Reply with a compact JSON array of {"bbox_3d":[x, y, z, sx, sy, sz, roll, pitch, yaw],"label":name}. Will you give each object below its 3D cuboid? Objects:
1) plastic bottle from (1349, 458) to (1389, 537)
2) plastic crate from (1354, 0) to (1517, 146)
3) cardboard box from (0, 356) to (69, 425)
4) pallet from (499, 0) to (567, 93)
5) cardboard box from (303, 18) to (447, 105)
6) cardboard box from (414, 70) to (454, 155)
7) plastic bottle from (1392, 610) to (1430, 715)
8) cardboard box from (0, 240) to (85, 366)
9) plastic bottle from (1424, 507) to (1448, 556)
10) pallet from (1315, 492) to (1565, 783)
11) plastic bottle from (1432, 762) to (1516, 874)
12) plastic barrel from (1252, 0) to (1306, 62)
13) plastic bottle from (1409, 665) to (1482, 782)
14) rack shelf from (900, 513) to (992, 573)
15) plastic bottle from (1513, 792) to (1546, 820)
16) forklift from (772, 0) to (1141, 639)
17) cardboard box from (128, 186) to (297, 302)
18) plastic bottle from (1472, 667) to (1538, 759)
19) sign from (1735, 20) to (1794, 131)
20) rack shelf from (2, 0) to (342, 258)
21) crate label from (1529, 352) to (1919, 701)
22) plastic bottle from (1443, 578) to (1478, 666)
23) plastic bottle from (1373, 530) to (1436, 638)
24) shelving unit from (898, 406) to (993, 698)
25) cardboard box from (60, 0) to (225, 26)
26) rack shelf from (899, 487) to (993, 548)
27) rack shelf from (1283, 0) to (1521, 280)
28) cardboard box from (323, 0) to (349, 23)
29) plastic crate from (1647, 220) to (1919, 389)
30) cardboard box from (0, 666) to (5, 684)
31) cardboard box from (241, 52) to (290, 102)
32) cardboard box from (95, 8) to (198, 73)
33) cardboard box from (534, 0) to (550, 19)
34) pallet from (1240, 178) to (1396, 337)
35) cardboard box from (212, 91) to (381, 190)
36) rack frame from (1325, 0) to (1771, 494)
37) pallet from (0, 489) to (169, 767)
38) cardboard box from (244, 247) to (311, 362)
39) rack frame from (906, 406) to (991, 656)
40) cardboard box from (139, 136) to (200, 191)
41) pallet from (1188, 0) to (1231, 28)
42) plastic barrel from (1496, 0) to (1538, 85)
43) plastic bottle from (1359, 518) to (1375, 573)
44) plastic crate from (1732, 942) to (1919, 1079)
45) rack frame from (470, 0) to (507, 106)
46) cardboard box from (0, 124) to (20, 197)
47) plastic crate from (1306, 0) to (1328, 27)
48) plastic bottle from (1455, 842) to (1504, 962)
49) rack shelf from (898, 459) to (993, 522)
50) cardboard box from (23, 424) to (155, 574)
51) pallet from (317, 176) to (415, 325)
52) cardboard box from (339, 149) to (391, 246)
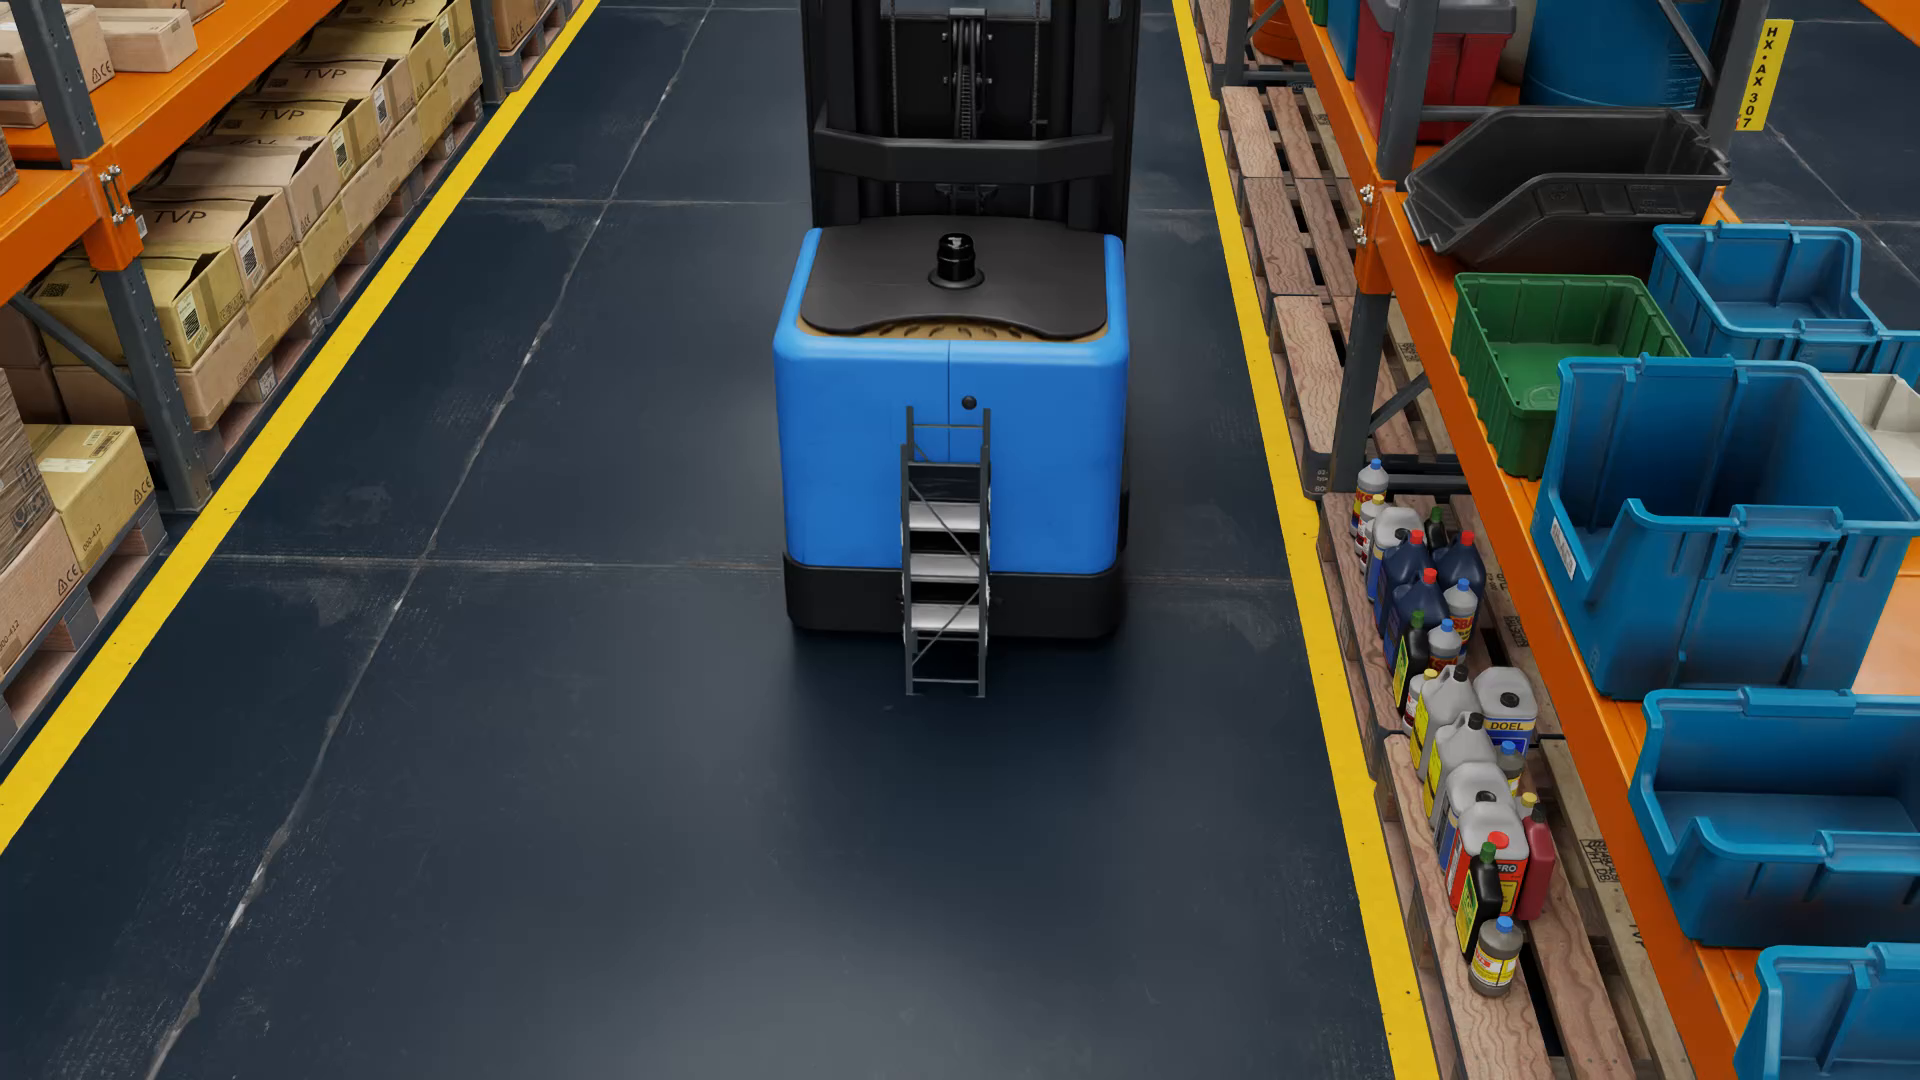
[{"bbox_3d":[1.315,-0.139,5.329,0.097,0.271,0.097,0,35,0],"label":"plastic bottle"},{"bbox_3d":[1.479,-1.559,5.304,0.402,0.464,0.583,1,35,2],"label":"plastic crate"},{"bbox_3d":[-3.457,-0.656,6.101,0.500,0.250,0.500,1,35,1],"label":"cardboard box"},{"bbox_3d":[-2.955,-2.950,9.764,1.003,0.211,1.213,1,35,2],"label":"pallet"},{"bbox_3d":[-2.812,-2.333,8.000,0.500,0.311,0.500,1,35,1],"label":"cardboard box"},{"bbox_3d":[-2.818,-2.105,8.163,0.500,0.250,0.500,1,35,1],"label":"cardboard box"},{"bbox_3d":[1.263,0.340,4.637,0.061,0.283,0.133,3,35,4],"label":"plastic bottle"},{"bbox_3d":[-3.454,-0.880,5.932,0.500,0.311,0.500,1,35,2],"label":"cardboard box"},{"bbox_3d":[1.435,0.045,5.057,0.061,0.283,0.133,1,35,2],"label":"plastic bottle"},{"bbox_3d":[1.697,0.278,5.171,1.003,0.211,1.213,1,35,2],"label":"pallet"},{"bbox_3d":[1.284,0.695,4.138,0.152,0.276,0.135,0,35,1],"label":"plastic bottle"},{"bbox_3d":[1.929,-3.111,9.091,0.600,0.830,0.708,1,35,2],"label":"plastic barrel"},{"bbox_3d":[1.294,0.463,4.404,0.144,0.351,0.185,1,35,2],"label":"plastic bottle"},{"bbox_3d":[-0.039,0.004,4.863,0.258,0.077,0.200,2,35,2],"label":"rack shelf"},{"bbox_3d":[1.409,0.718,4.170,0.097,0.201,0.097,0,35,0],"label":"plastic bottle"},{"bbox_3d":[0.047,-1.714,5.640,1.130,2.935,3.031,2,35,2],"label":"forklift"},{"bbox_3d":[-2.893,-1.160,6.330,0.500,0.311,0.500,1,35,1],"label":"cardboard box"},{"bbox_3d":[1.443,0.482,4.441,0.152,0.276,0.135,1,35,2],"label":"plastic bottle"},{"bbox_3d":[2.315,-1.342,4.810,0.100,0.325,0.005,1,35,2],"label":"sign"},{"bbox_3d":[-3.103,-2.219,6.924,1.077,0.370,4.000,1,35,2],"label":"rack shelf"},{"bbox_3d":[1.409,-0.028,3.150,0.502,0.435,0.616,1,35,2],"label":"crate label"},{"bbox_3d":[1.433,0.229,4.806,0.097,0.271,0.097,0,35,0],"label":"plastic bottle"},{"bbox_3d":[1.318,0.110,4.906,0.144,0.351,0.185,2,35,3],"label":"plastic bottle"},{"bbox_3d":[-0.039,0.050,4.896,0.258,0.900,0.210,2,35,2],"label":"shelving unit"},{"bbox_3d":[-3.115,-2.149,6.112,0.500,0.500,0.500,4,35,5],"label":"cardboard box"},{"bbox_3d":[-0.039,-0.070,4.812,0.258,0.077,0.200,2,35,2],"label":"rack shelf"},{"bbox_3d":[1.846,-2.103,6.759,1.077,0.370,4.000,1,35,2],"label":"rack shelf"},{"bbox_3d":[-3.338,-2.645,8.443,0.500,0.311,0.500,2,35,3],"label":"cardboard box"},{"bbox_3d":[1.992,-0.545,4.046,0.499,0.251,0.616,1,35,2],"label":"plastic crate"},{"bbox_3d":[-3.019,0.435,4.549,0.500,0.250,0.500,1,35,2],"label":"cardboard box"},{"bbox_3d":[-3.373,-2.050,7.596,0.500,0.311,0.500,0,35,1],"label":"cardboard box"},{"bbox_3d":[-2.944,-1.766,5.873,0.380,0.149,0.250,1,35,2],"label":"cardboard box"},{"bbox_3d":[-2.704,-3.376,9.736,0.500,0.500,0.500,0,35,0],"label":"cardboard box"},{"bbox_3d":[1.805,-1.262,7.362,1.003,0.211,1.213,1,35,2],"label":"pallet"},{"bbox_3d":[-2.858,-1.756,7.178,0.500,0.311,0.500,2,35,3],"label":"cardboard box"},{"bbox_3d":[1.766,-1.248,4.917,1.000,3.000,0.127,1,35,2],"label":"rack frame"},{"bbox_3d":[-3.257,0.232,5.236,1.003,0.211,1.213,1,35,2],"label":"pallet"},{"bbox_3d":[-2.898,-0.931,6.492,0.500,0.250,0.500,2,35,3],"label":"cardboard box"},{"bbox_3d":[-0.033,-0.008,4.979,0.240,0.900,0.006,2,35,2],"label":"rack frame"},{"bbox_3d":[-3.417,-1.466,6.765,0.500,0.311,0.500,1,35,2],"label":"cardboard box"},{"bbox_3d":[1.968,-3.558,10.629,1.003,0.211,1.213,1,35,2],"label":"pallet"},{"bbox_3d":[2.023,-1.848,5.653,0.433,0.535,0.433,0,35,0],"label":"plastic barrel"},{"bbox_3d":[1.307,0.007,5.183,0.097,0.201,0.097,0,35,0],"label":"plastic bottle"},{"bbox_3d":[1.326,0.817,2.109,0.499,0.251,0.616,1,35,2],"label":"plastic crate"},{"bbox_3d":[-3.023,-3.663,8.353,1.000,3.000,0.127,1,35,2],"label":"rack frame"},{"bbox_3d":[-3.195,-1.150,4.691,0.700,0.500,0.500,0,35,1],"label":"cardboard box"},{"bbox_3d":[1.553,-2.168,6.411,0.450,0.188,0.662,1,35,2],"label":"plastic crate"},{"bbox_3d":[1.227,0.849,3.913,0.061,0.283,0.133,2,35,3],"label":"plastic bottle"},{"bbox_3d":[-0.039,-0.143,4.760,0.258,0.077,0.200,2,35,2],"label":"rack shelf"},{"bbox_3d":[-2.984,-0.140,5.366,0.500,0.250,0.500,1,35,2],"label":"cardboard box"},{"bbox_3d":[-3.147,-1.350,7.488,1.003,0.211,1.213,1,35,2],"label":"pallet"},{"bbox_3d":[-2.859,-1.521,7.331,0.500,0.250,0.500,2,35,3],"label":"cardboard box"}]
